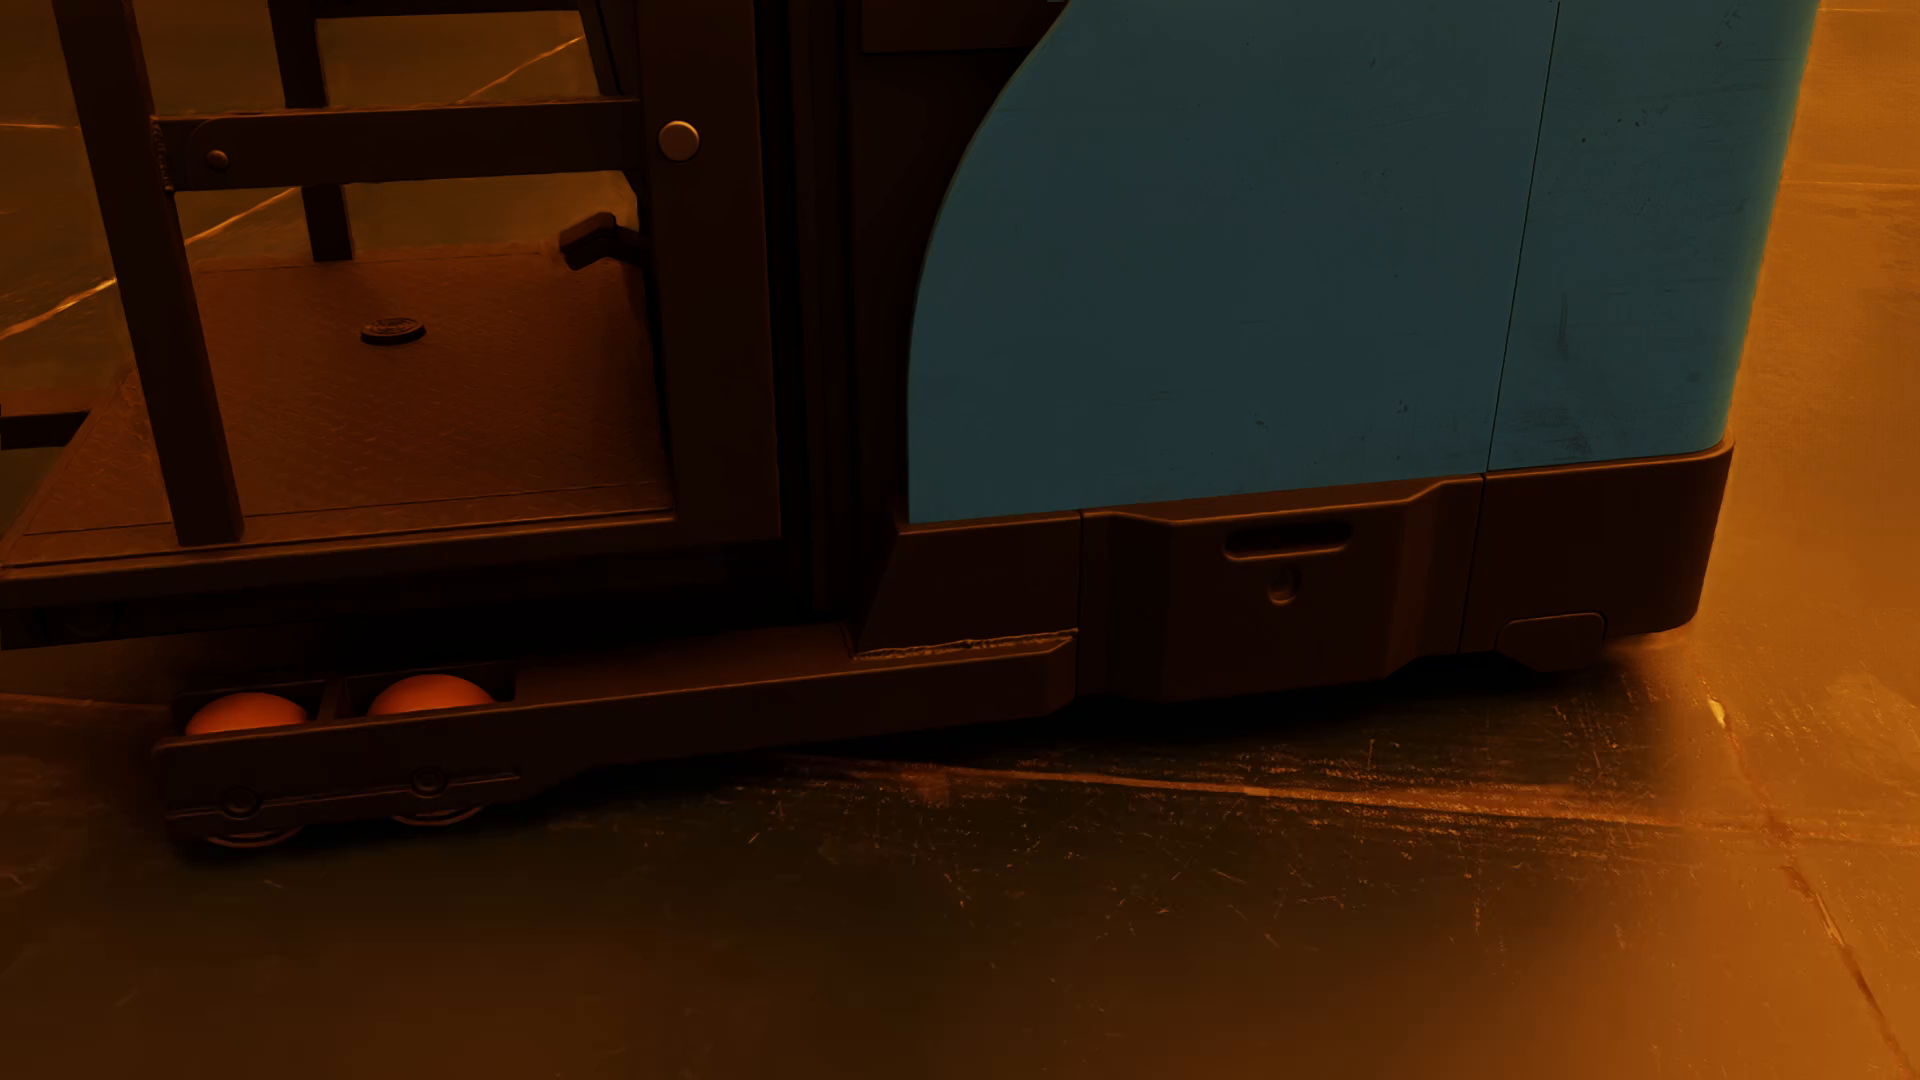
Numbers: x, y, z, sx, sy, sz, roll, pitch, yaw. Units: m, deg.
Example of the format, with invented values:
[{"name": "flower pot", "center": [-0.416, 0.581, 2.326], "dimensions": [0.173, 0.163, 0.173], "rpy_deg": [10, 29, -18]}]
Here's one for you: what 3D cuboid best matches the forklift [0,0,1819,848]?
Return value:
[{"name": "forklift", "center": [-0.604, -1.232, 1.685], "dimensions": [3.031, 2.935, 1.130], "rpy_deg": [-5, 27, -10]}]
